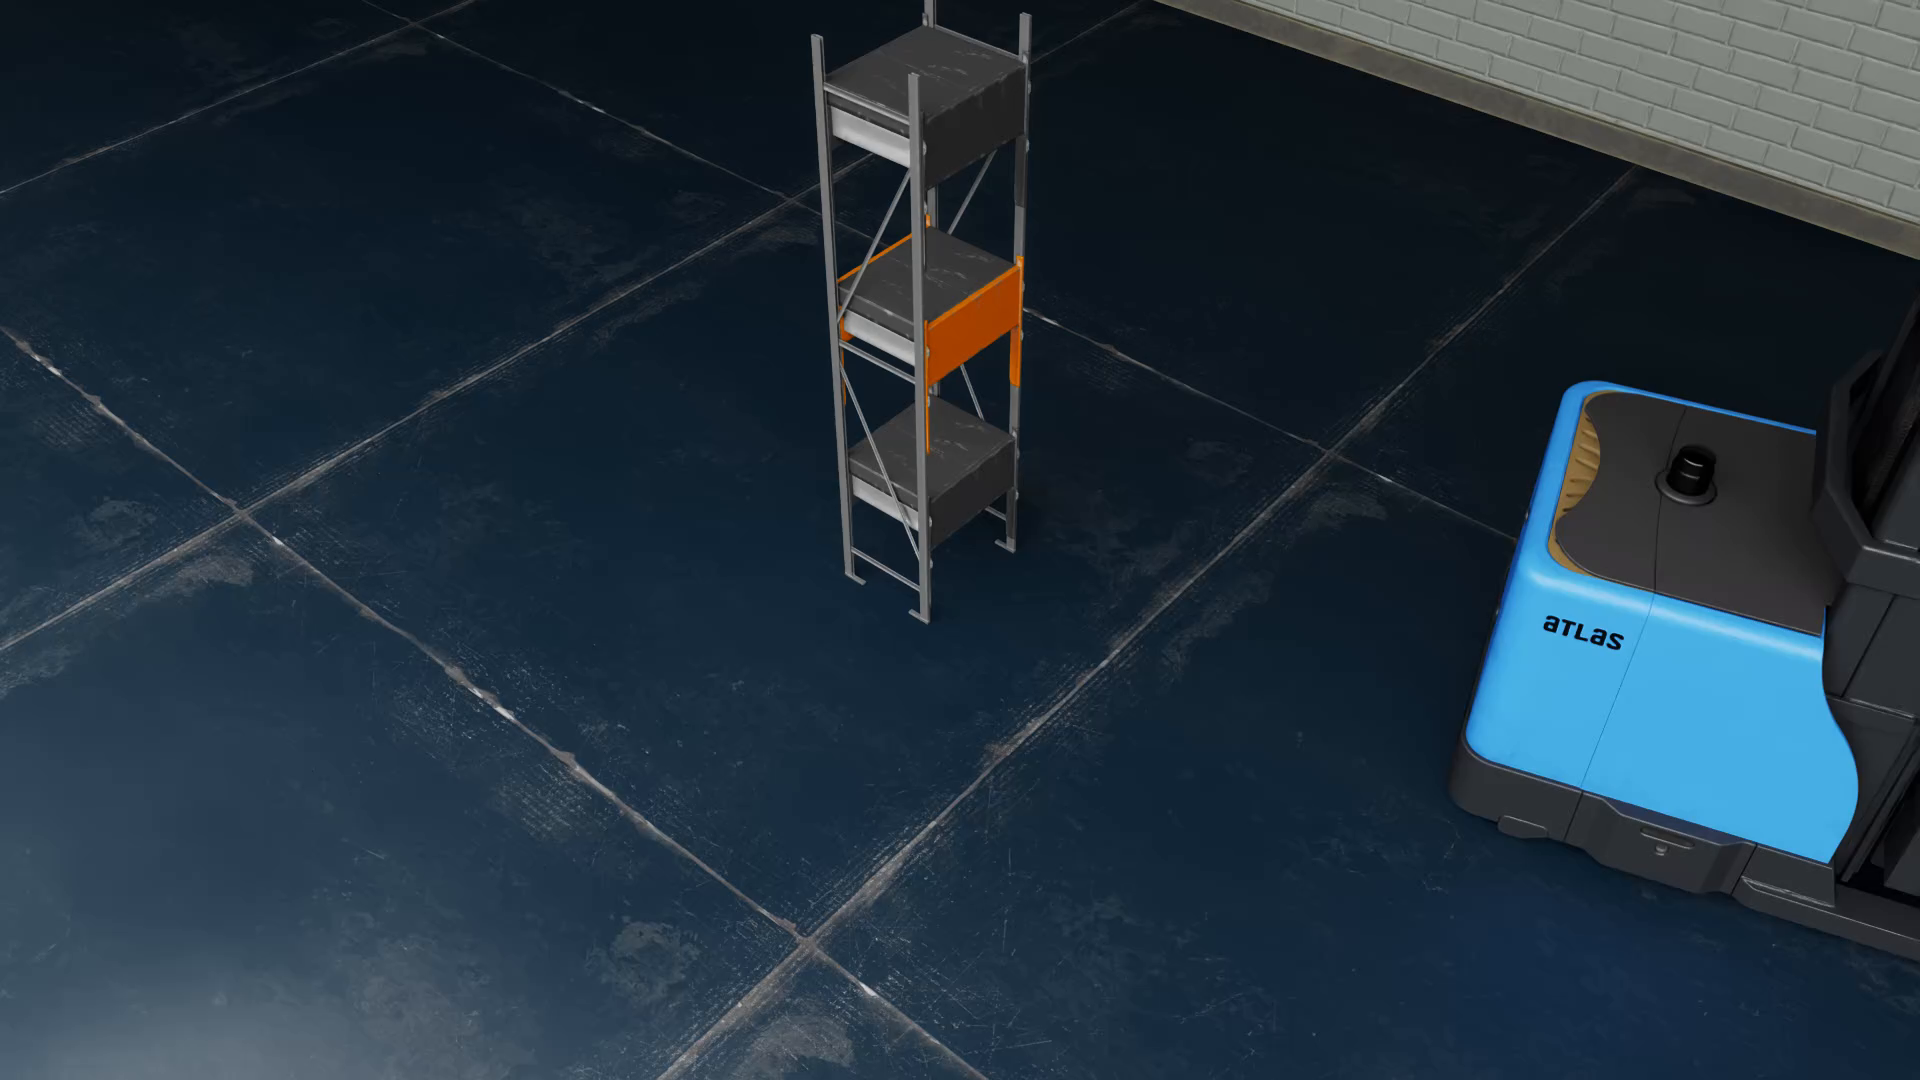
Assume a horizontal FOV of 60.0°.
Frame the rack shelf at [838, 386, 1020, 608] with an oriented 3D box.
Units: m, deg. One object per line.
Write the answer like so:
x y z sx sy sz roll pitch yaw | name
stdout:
-0.107 -0.164 5.930 0.431 0.518 0.480 29 50 28 | rack shelf

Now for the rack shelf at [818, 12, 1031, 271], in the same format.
-0.107 -1.199 4.988 0.431 0.518 0.480 29 50 28 | rack shelf

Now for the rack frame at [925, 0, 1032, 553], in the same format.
0.051 -0.817 5.588 0.400 2.100 0.015 29 50 28 | rack frame

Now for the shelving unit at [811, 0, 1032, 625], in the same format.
-0.107 -0.692 5.450 0.431 2.100 0.503 29 50 28 | shelving unit

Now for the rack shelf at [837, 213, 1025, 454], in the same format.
-0.107 -0.682 5.459 0.431 0.518 0.480 29 50 28 | rack shelf

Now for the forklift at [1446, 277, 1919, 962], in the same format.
3.107 -0.120 4.203 3.031 2.935 1.130 16 45 17 | forklift

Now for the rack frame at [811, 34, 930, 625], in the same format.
-0.264 -0.566 5.312 0.400 2.100 0.015 29 50 28 | rack frame
